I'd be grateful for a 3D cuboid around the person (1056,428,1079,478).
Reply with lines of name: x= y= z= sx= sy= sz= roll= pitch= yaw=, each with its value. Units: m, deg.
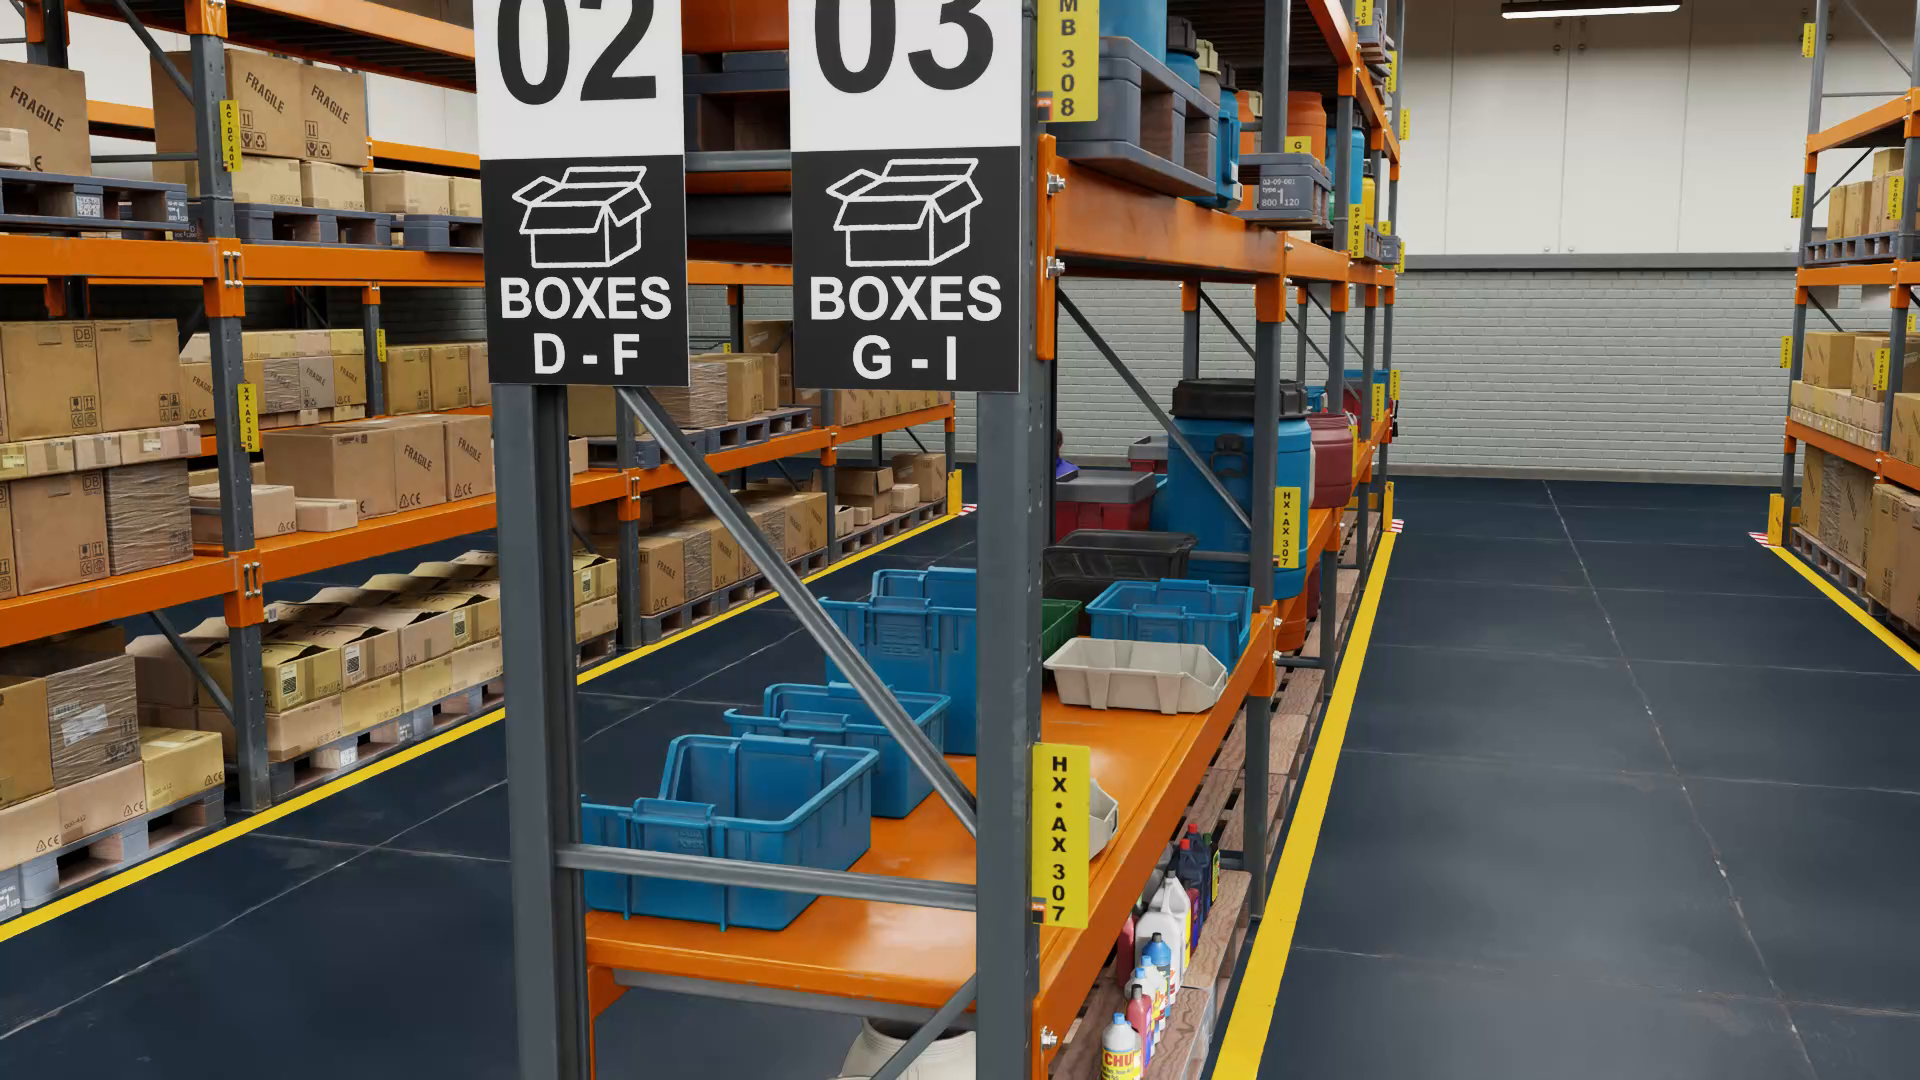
person: x=0.618 y=0.023 z=11.575 sx=0.470 sy=1.665 sz=0.322 roll=1 pitch=9 yaw=9
